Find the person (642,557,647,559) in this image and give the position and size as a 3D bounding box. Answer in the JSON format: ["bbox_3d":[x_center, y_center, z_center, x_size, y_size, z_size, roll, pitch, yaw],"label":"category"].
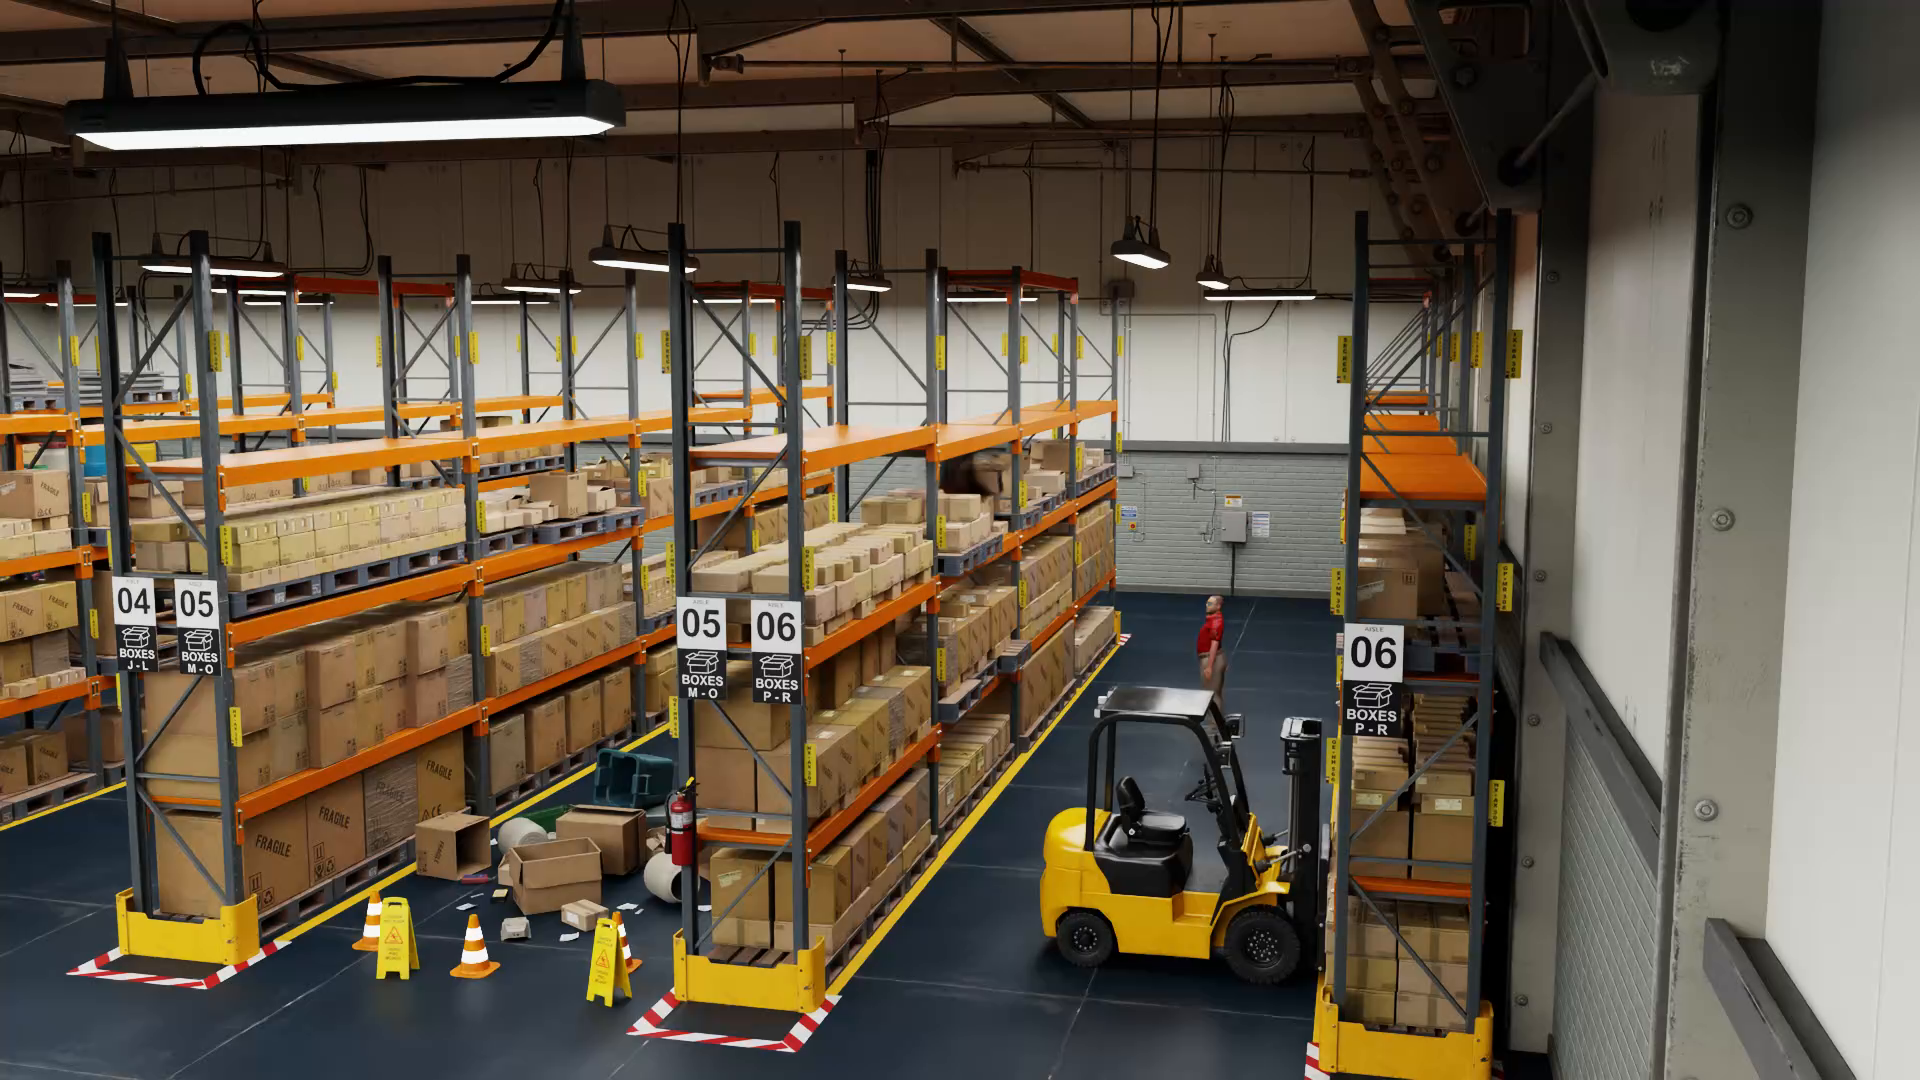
[{"bbox_3d":[-5.125,1.072,27.029,0.342,1.604,0.474,0,7,0],"label":"person"}]

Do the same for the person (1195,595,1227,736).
[{"bbox_3d":[3.078,1.538,20.394,0.369,1.728,0.600,3,8,22],"label":"person"}]
